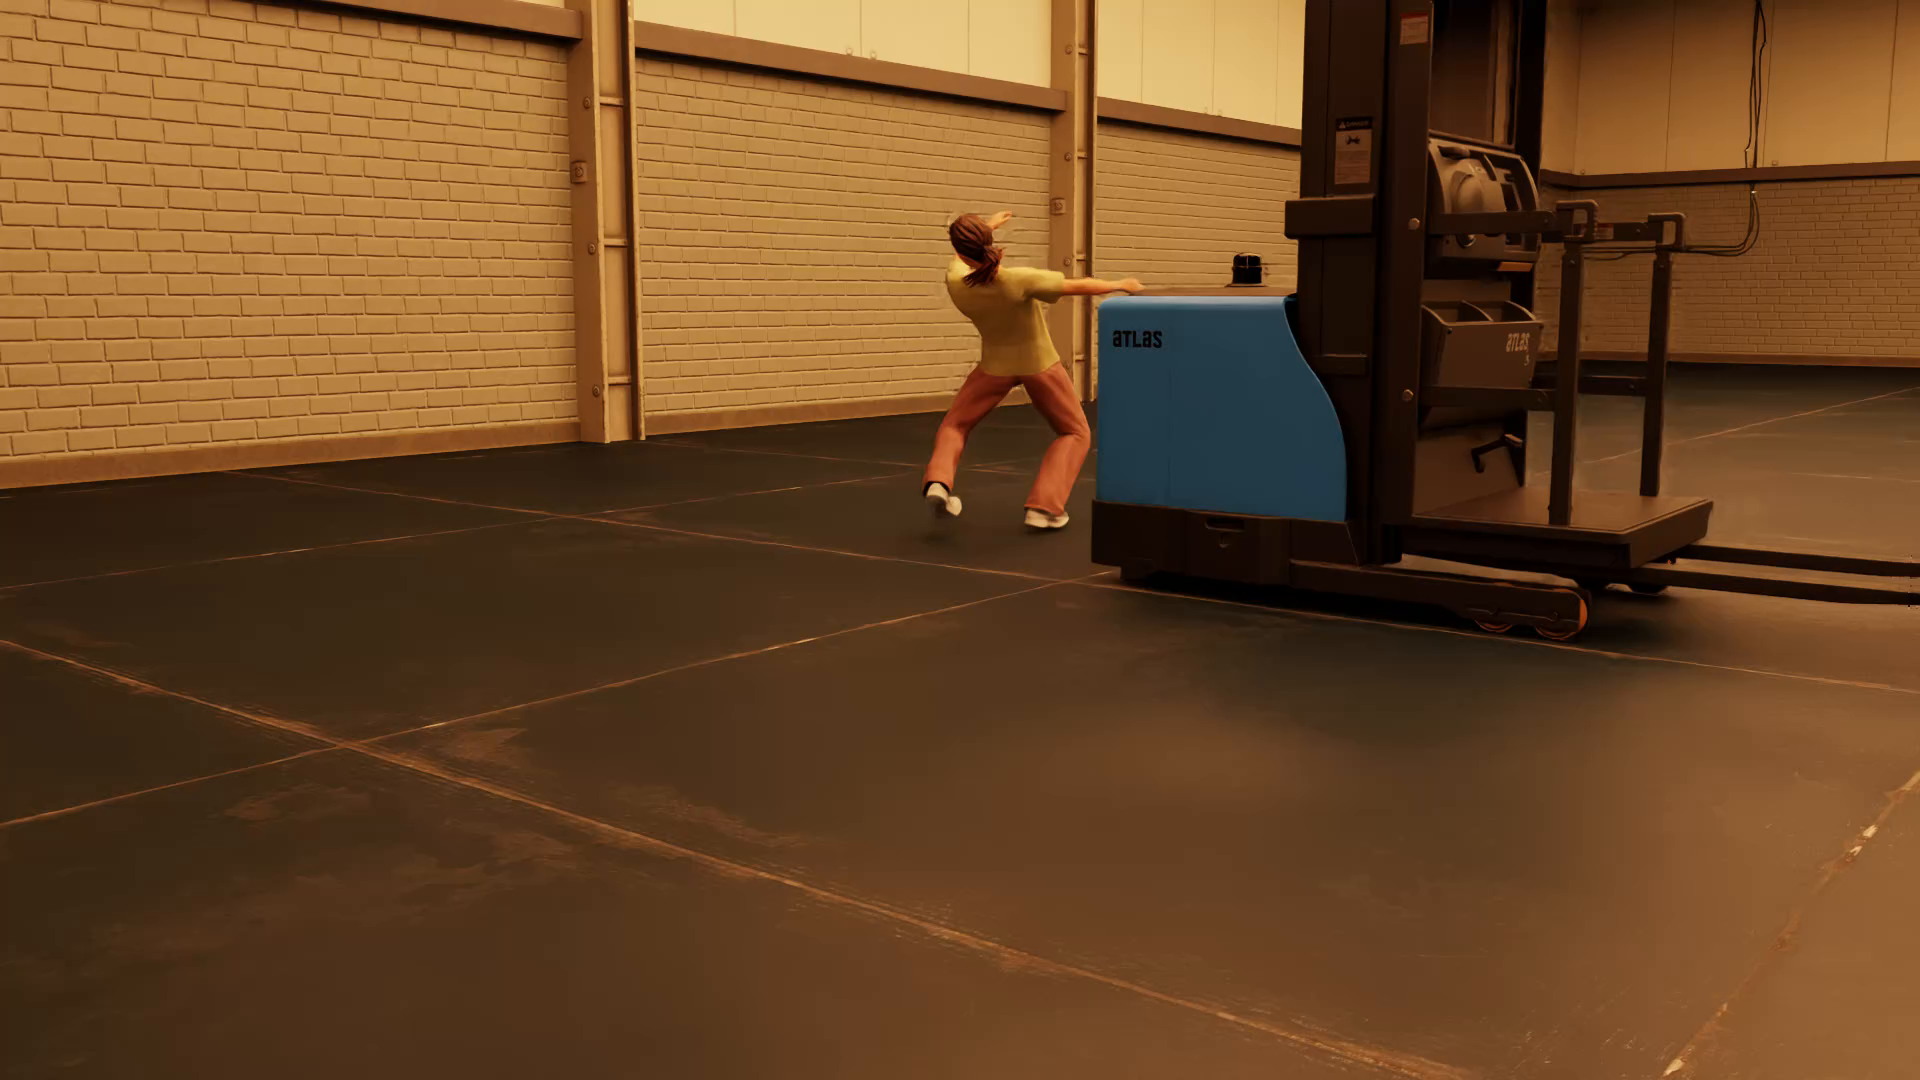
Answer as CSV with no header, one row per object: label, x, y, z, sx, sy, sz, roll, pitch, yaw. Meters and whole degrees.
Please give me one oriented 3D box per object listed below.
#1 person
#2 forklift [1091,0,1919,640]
person,0.352,-0.779,7.601,1.008,1.461,0.682,1,8,9
forklift,1.978,-1.220,5.620,3.031,2.935,1.130,6,10,37
